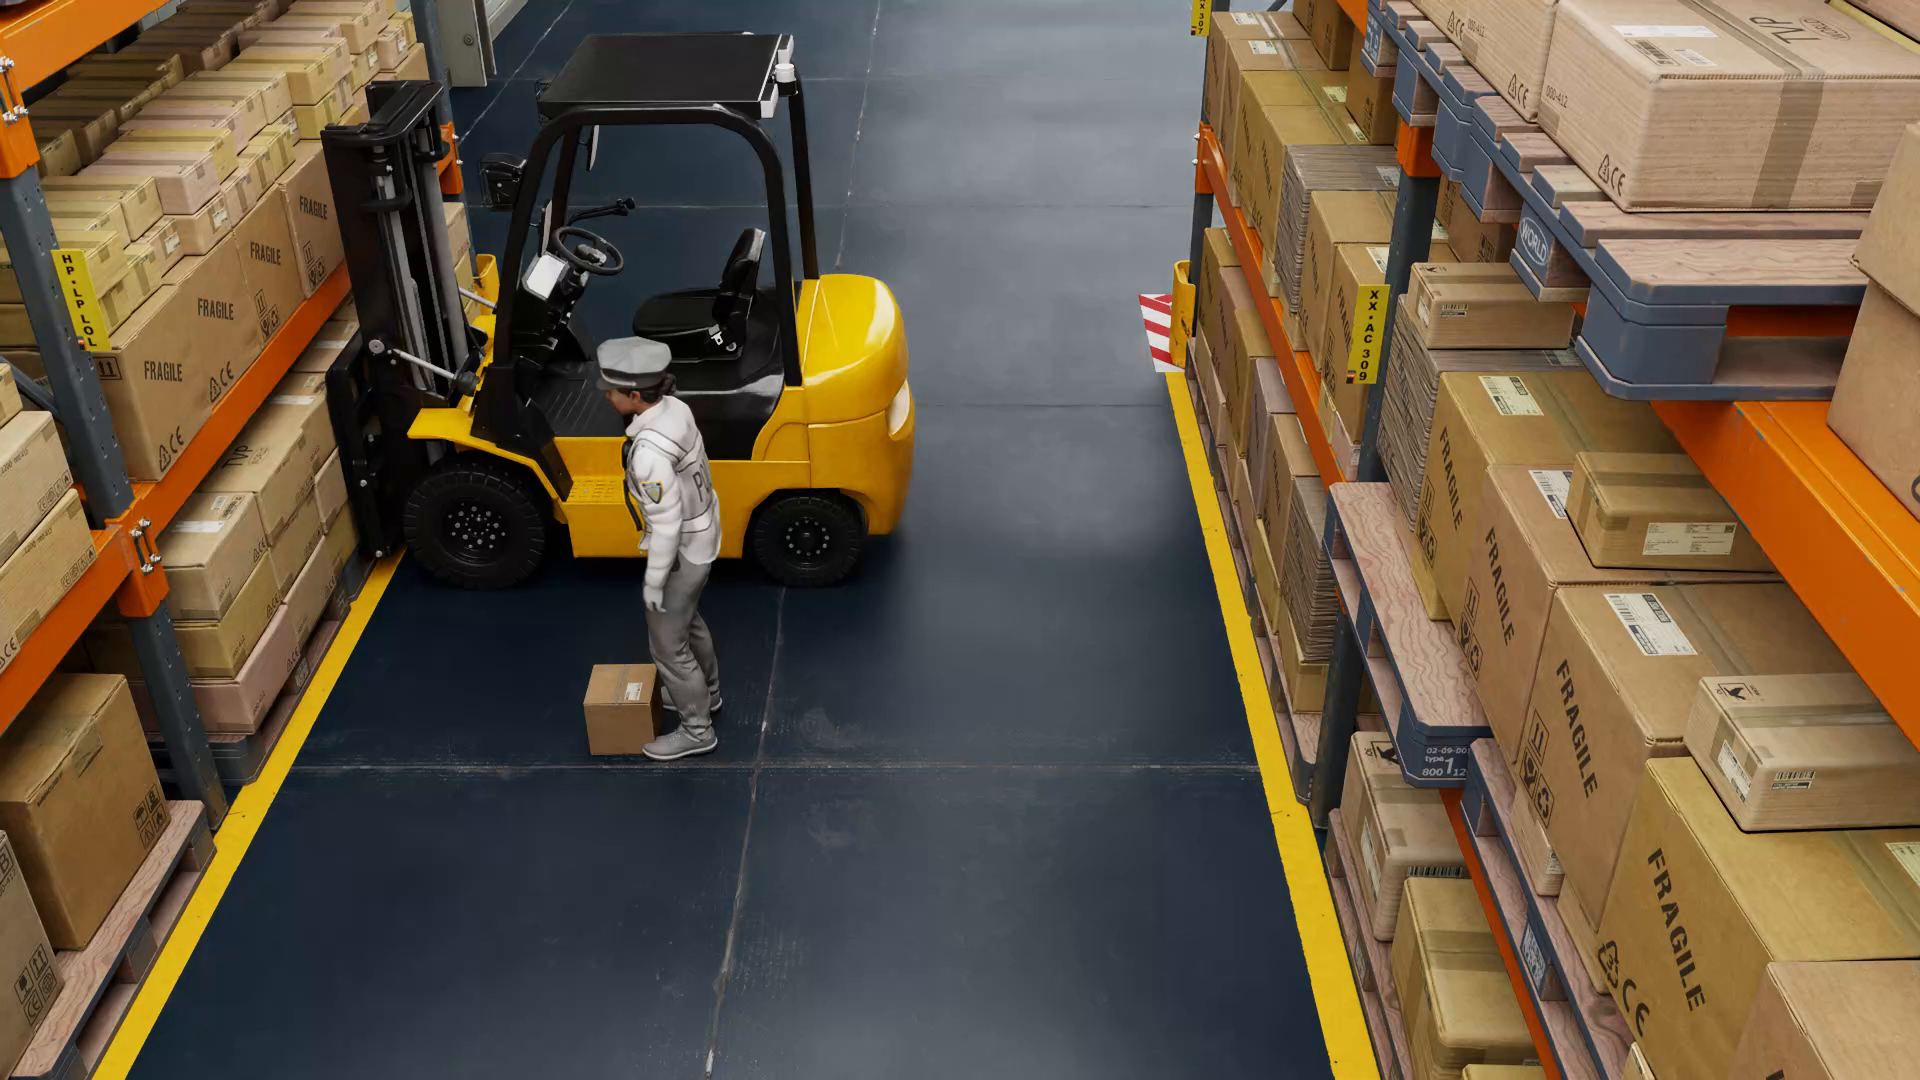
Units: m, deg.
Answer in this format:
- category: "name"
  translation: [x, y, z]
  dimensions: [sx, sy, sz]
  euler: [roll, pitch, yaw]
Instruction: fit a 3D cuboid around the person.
- category: "person"
  translation: [-1.053, 0.045, 6.060]
  dimensions: [0.374, 1.661, 0.528]
  euler: [0, 32, 0]
